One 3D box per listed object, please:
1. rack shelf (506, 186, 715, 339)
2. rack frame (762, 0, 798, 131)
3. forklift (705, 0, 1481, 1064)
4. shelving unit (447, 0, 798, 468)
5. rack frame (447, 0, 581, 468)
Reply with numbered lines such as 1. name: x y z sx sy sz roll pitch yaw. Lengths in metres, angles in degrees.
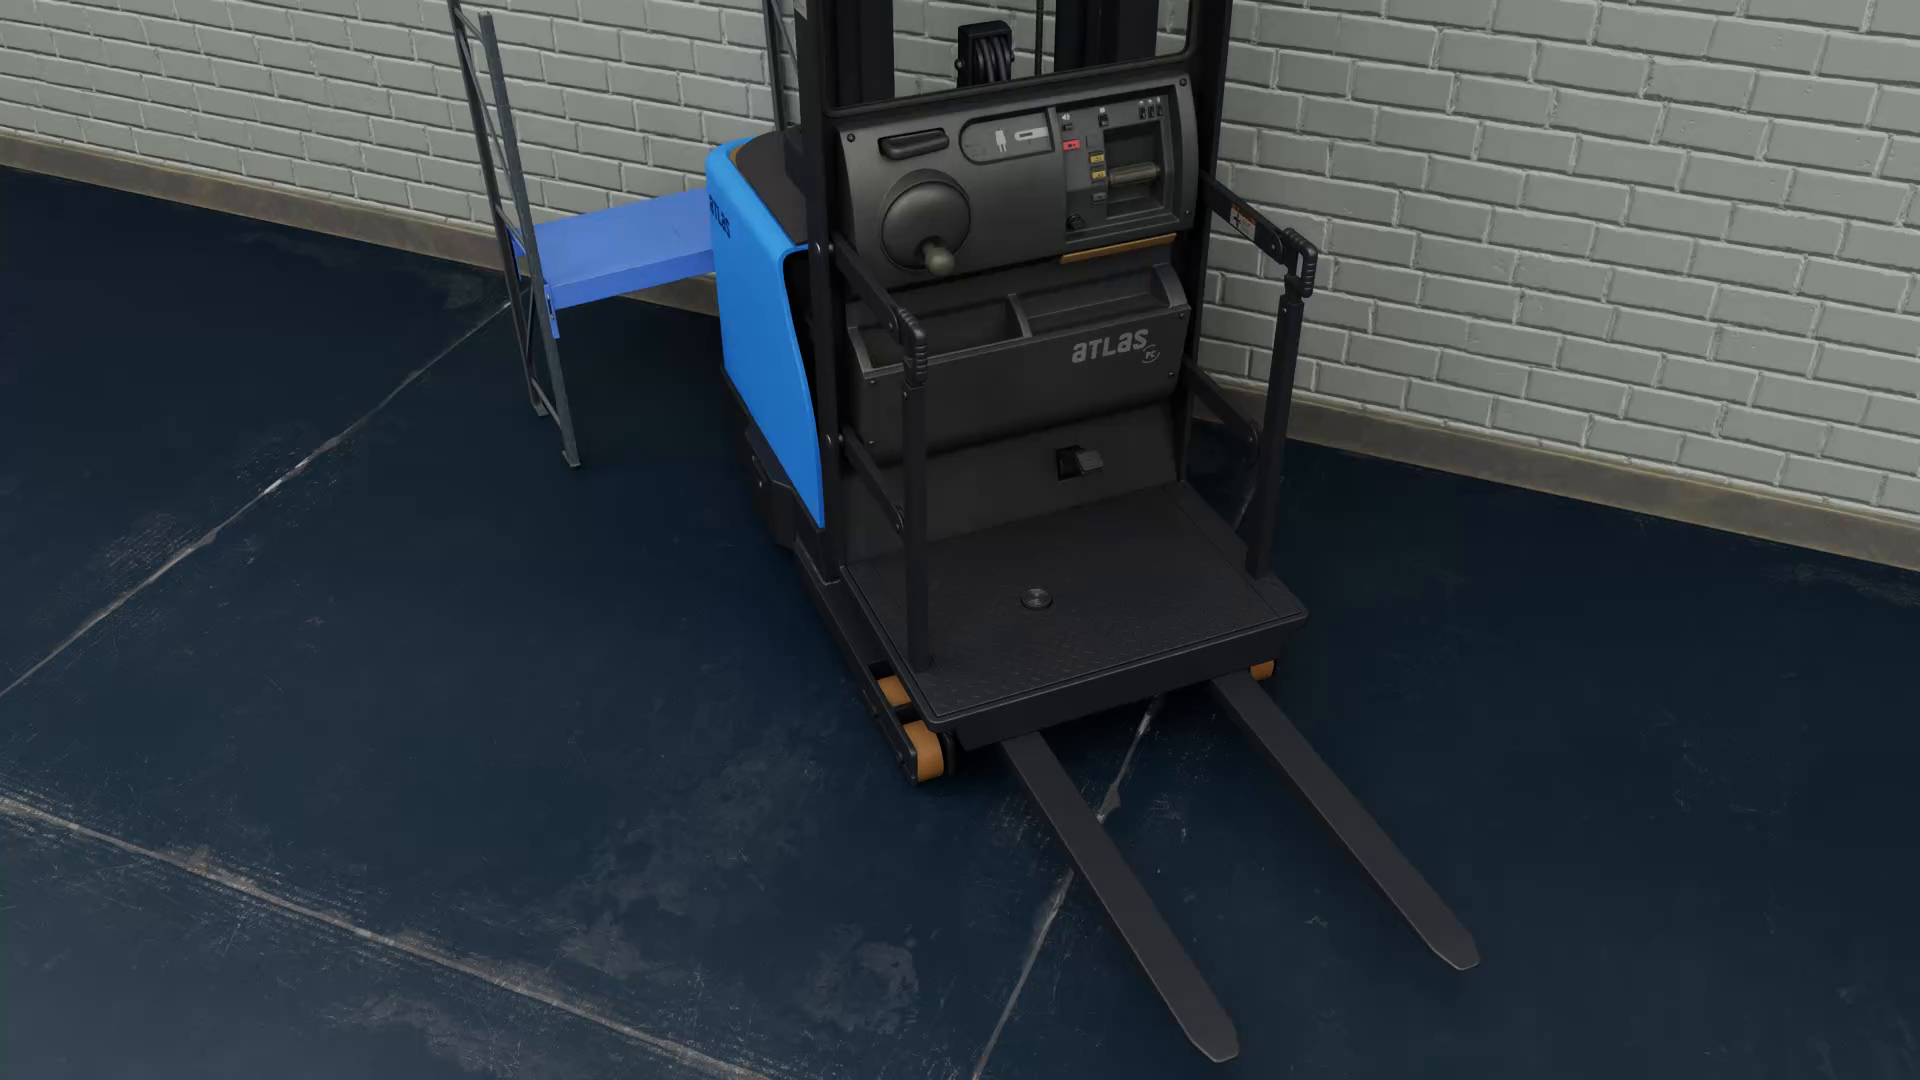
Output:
1. rack shelf: -0.961 -0.981 5.577 1.000 0.185 0.538 -18 37 -21
2. rack frame: -0.516 -1.275 5.657 0.032 1.500 0.500 -18 37 -21
3. forklift: 0.245 -0.827 3.908 1.130 2.935 3.031 -14 39 -18
4. shelving unit: -0.968 -1.129 5.475 1.048 1.500 0.538 -18 37 -21
5. rack frame: -1.420 -0.983 5.293 0.032 1.500 0.500 -18 37 -21
